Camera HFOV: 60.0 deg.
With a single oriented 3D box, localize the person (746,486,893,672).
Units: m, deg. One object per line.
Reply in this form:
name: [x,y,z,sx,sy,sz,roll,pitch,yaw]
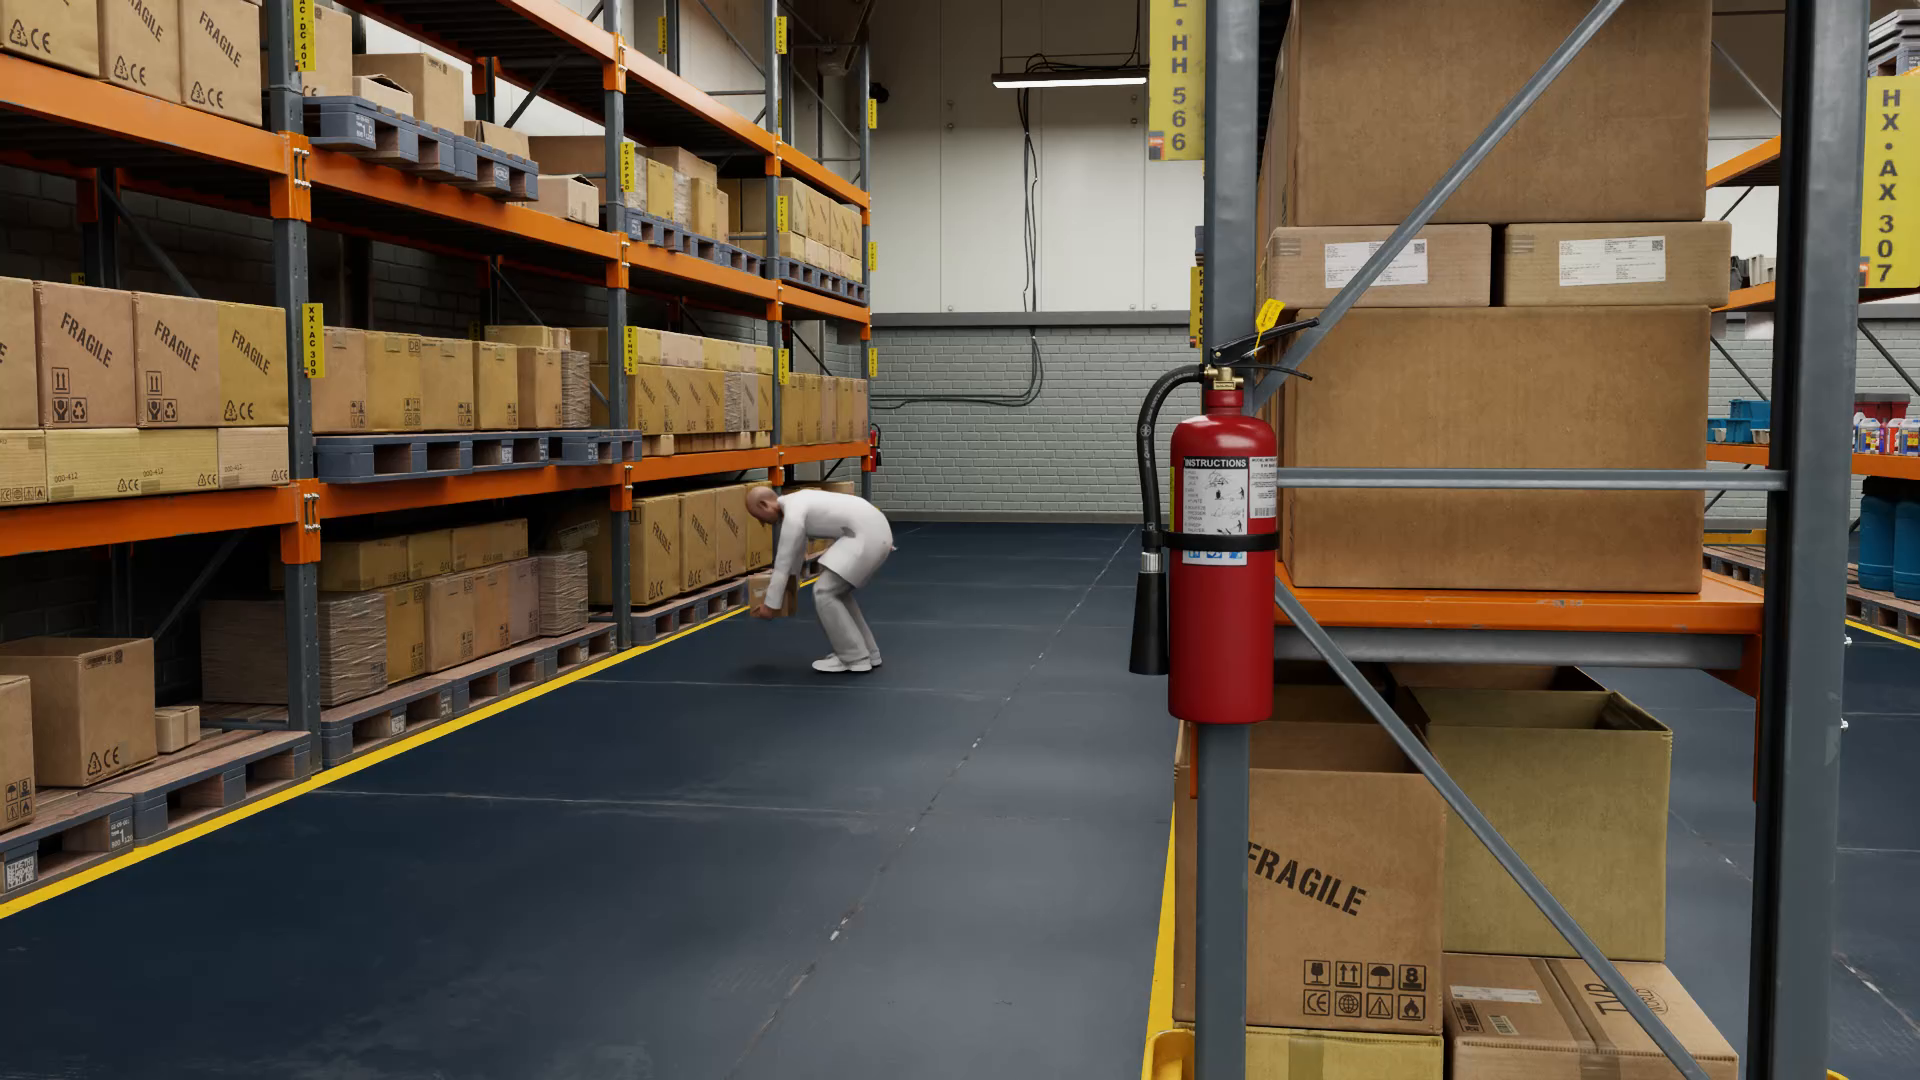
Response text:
person: [-0.892,0.237,10.531,0.935,1.160,0.583,0,4,6]
